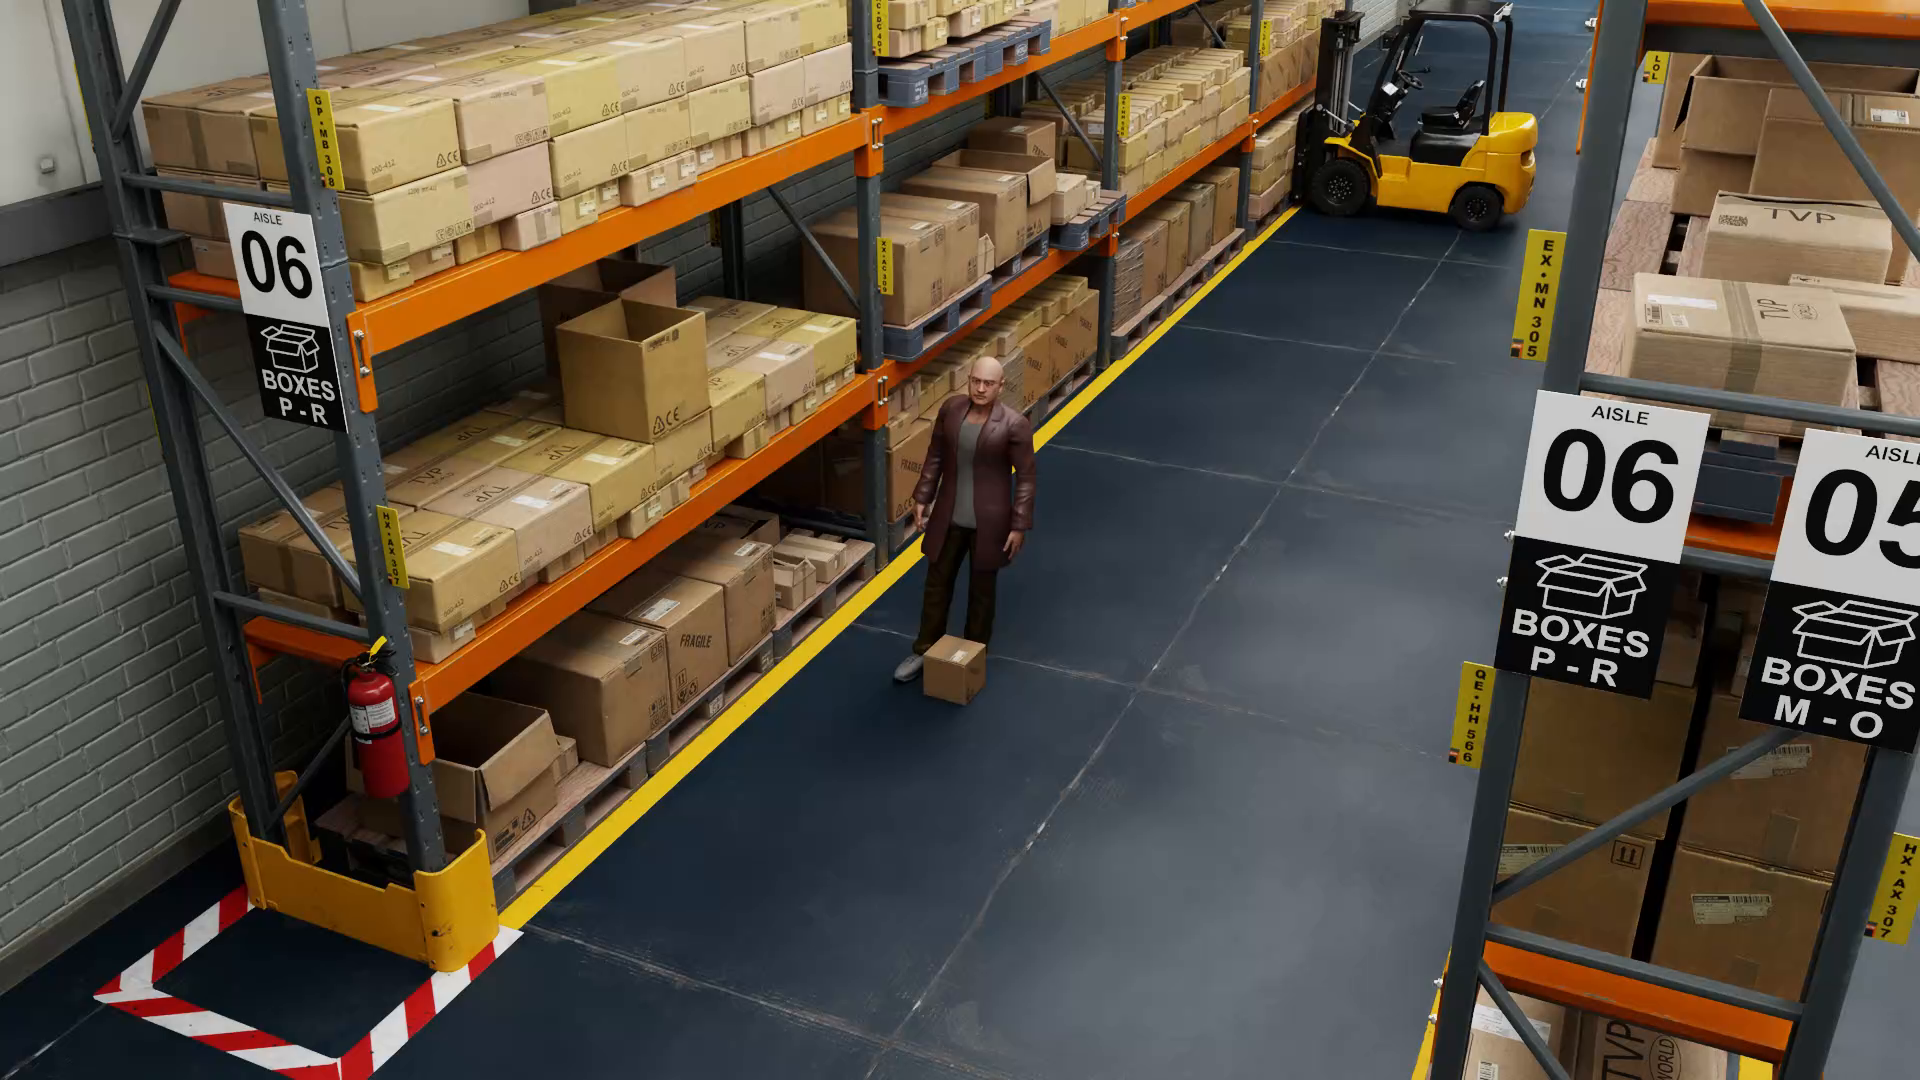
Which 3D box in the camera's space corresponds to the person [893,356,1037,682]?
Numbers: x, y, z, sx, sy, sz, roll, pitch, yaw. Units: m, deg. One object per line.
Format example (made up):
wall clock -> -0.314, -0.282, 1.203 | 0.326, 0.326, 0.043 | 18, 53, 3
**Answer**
person -> 0.030, -0.078, 8.770 | 0.695, 1.776, 0.582 | 12, 28, 23
